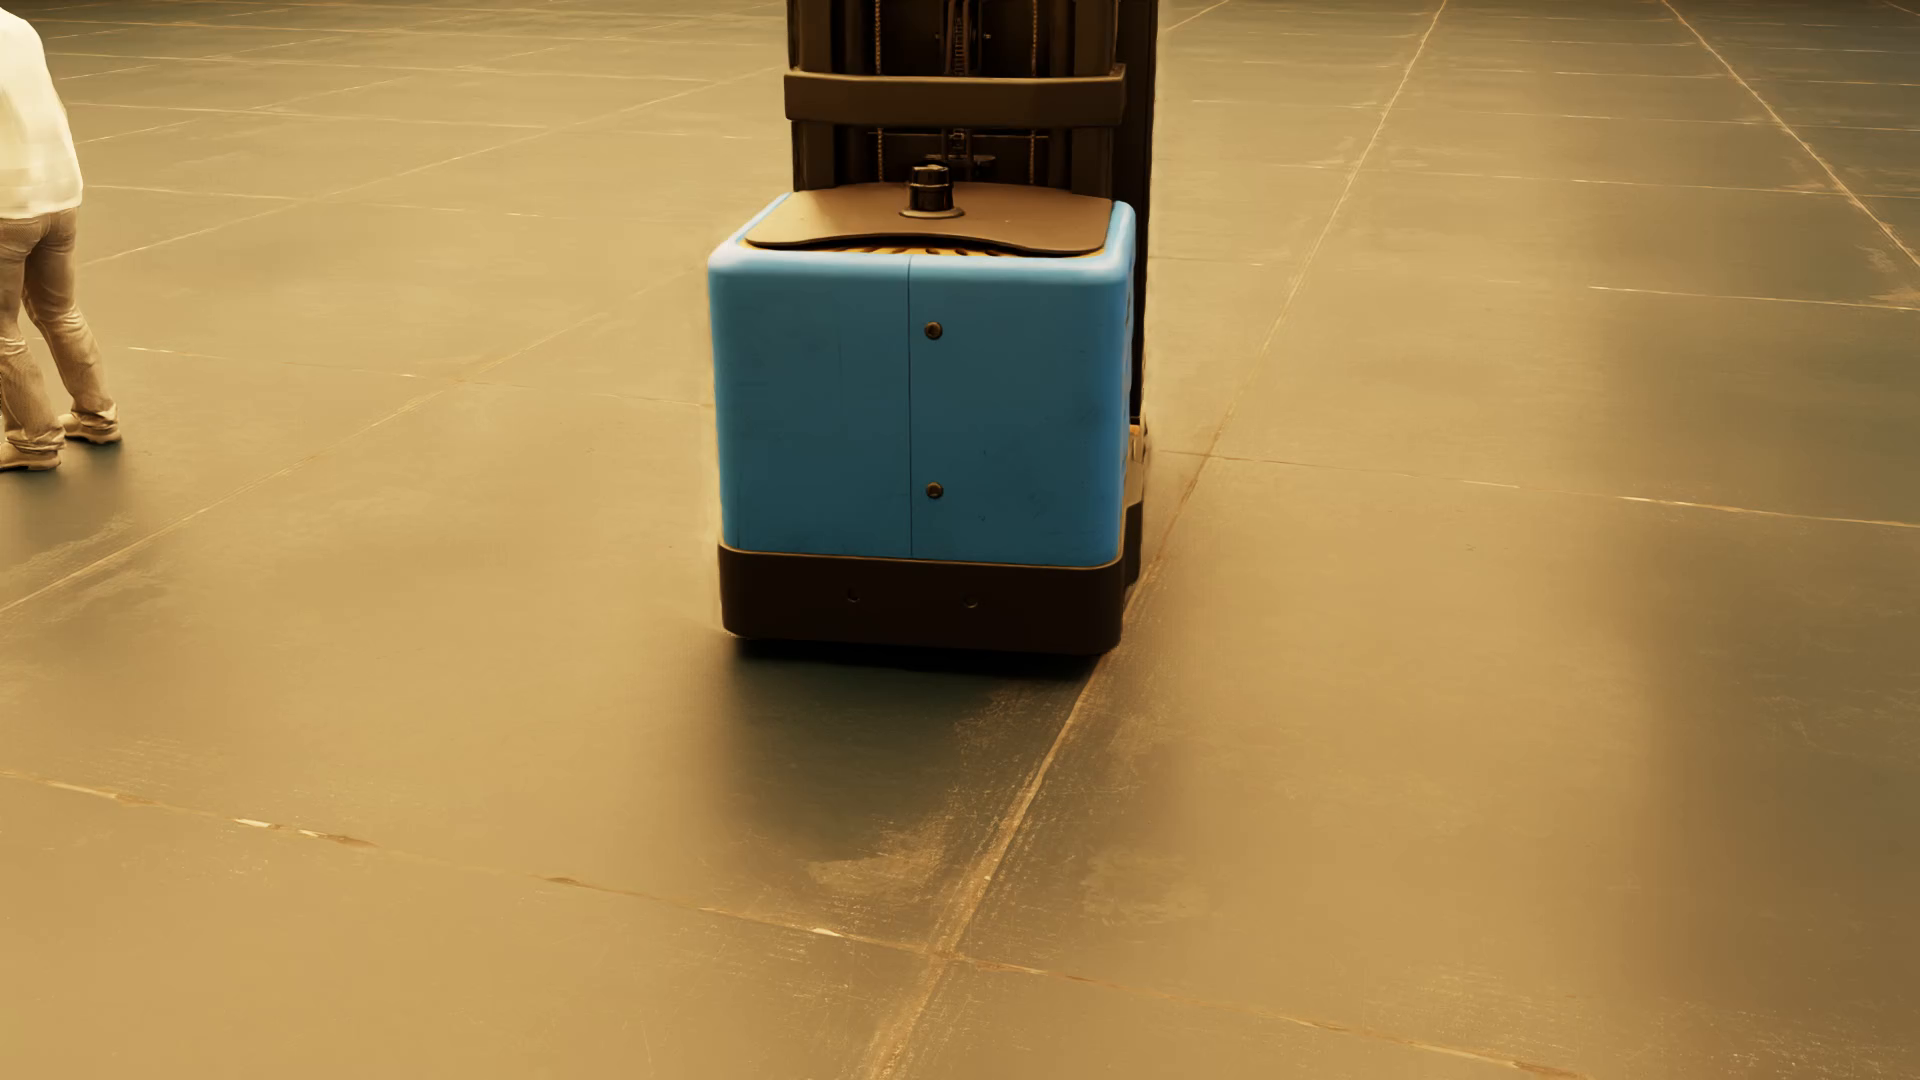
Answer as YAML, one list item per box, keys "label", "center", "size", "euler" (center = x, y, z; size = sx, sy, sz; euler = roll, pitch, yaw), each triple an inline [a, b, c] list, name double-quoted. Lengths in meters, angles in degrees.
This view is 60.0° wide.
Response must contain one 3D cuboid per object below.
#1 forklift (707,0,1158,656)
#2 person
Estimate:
- label: "forklift"
  center: [0.065, -1.588, 5.125]
  size: [1.130, 2.935, 3.031]
  euler: [3, 23, 7]
- label: "person"
  center: [-3.176, -1.121, 5.520]
  size: [0.462, 1.770, 0.581]
  euler: [5, 23, 13]
